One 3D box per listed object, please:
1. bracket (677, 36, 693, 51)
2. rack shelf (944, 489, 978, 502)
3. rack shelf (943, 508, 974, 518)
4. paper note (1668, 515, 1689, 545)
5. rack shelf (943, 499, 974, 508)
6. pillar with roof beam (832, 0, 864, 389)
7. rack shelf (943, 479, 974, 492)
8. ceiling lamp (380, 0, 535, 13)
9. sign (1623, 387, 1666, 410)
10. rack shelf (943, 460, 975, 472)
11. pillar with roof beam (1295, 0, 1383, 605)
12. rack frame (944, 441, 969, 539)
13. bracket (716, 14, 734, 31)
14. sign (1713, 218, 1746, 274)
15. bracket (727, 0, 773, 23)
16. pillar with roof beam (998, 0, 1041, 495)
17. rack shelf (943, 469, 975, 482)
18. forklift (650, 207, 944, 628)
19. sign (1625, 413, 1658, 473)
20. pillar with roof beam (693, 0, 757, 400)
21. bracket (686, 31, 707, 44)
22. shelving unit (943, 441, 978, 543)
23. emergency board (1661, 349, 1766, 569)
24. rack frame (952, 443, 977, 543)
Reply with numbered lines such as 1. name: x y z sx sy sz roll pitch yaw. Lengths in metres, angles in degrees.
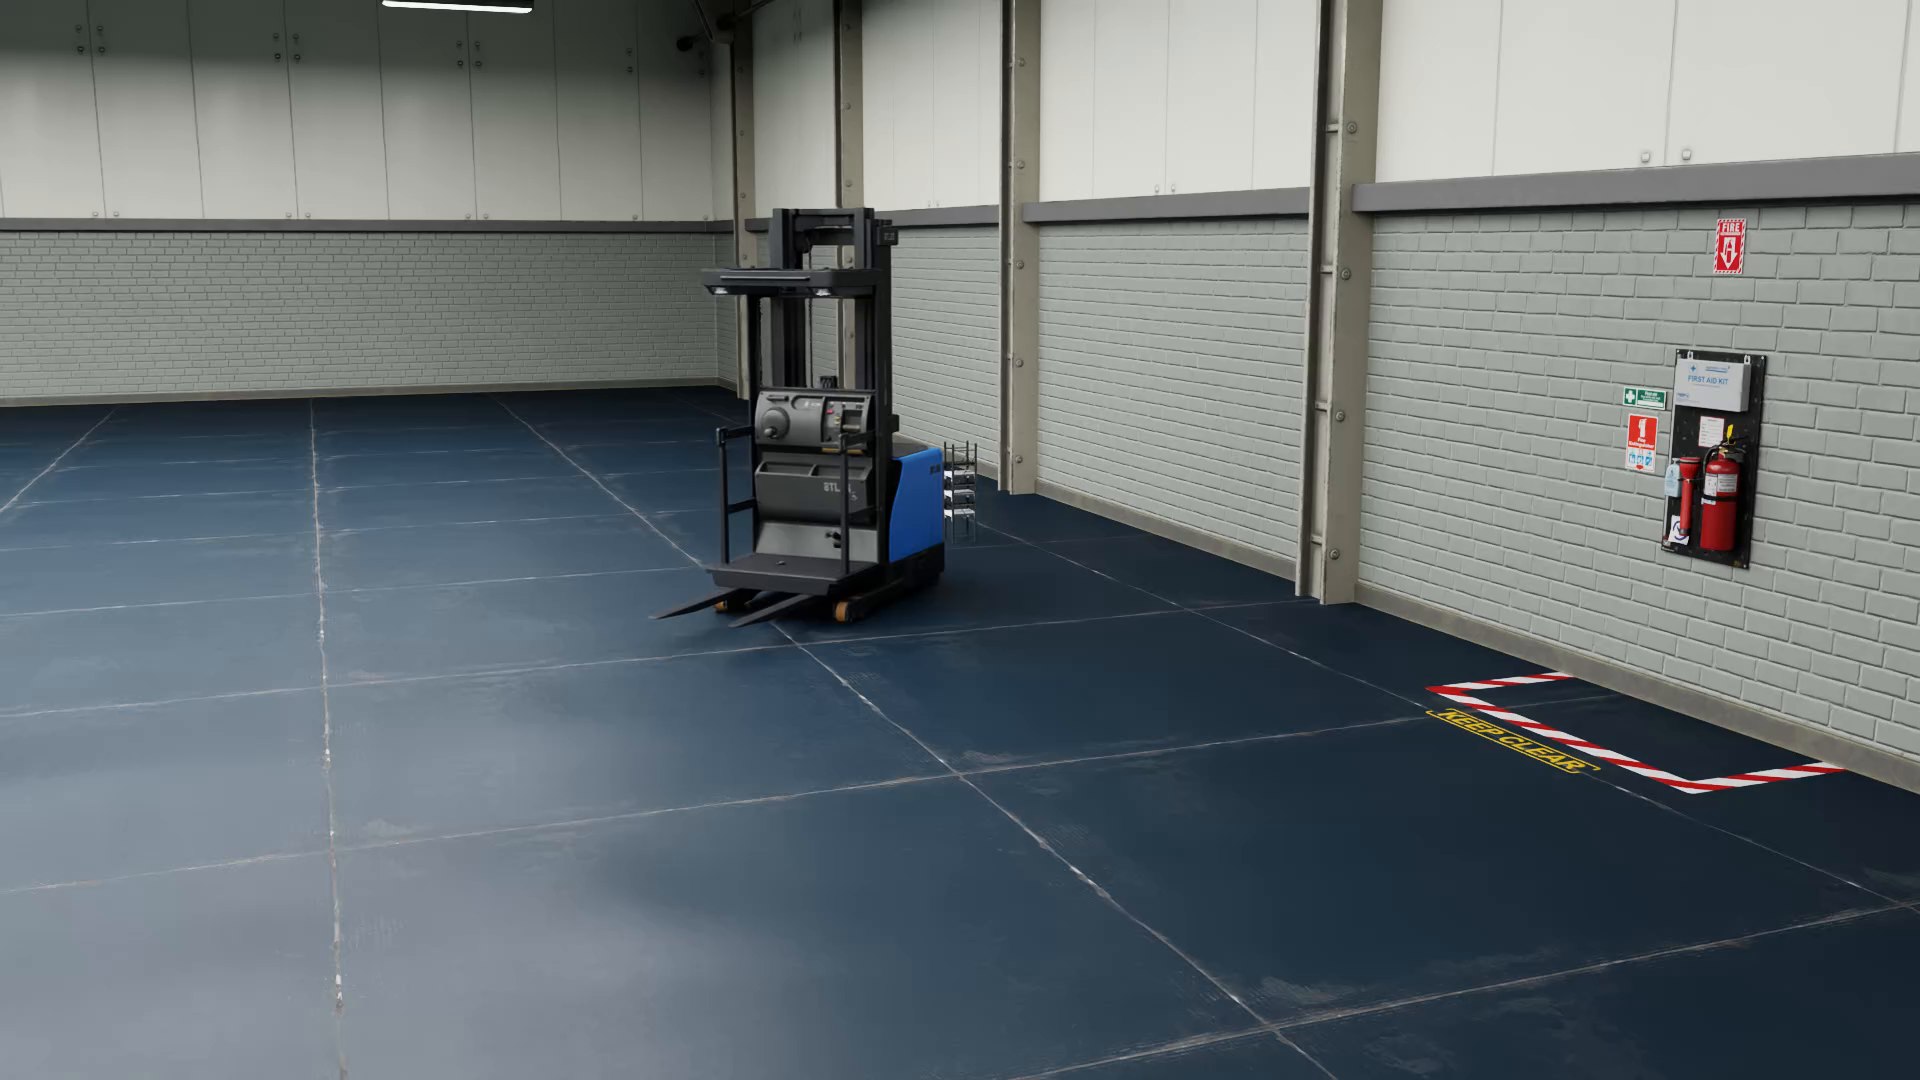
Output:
1. bracket: -5.056 -9.127 30.589 0.235 0.232 0.430 -4 11 -21
2. rack shelf: 0.003 -0.409 15.170 0.258 0.077 0.200 -4 11 -21
3. rack shelf: 0.003 -0.232 15.201 0.258 0.077 0.200 -4 11 -21
4. paper note: 4.121 -0.058 9.523 0.016 0.148 0.142 -4 11 -21
5. rack shelf: 0.003 -0.320 15.185 0.258 0.077 0.200 -4 11 -21
6. pillar with roof beam: -5.554 -5.671 21.434 9.100 9.000 0.400 -4 11 -21
7. rack shelf: 0.003 -0.498 15.154 0.258 0.077 0.200 -4 11 -21
8. ceiling lamp: -6.939 -8.852 22.649 2.000 3.185 0.800 -4 11 -21
9. sign: 4.010 -0.832 9.747 0.001 0.109 0.331 -4 11 -21
10. rack shelf: 0.003 -0.675 15.122 0.258 0.077 0.200 -4 11 -21
11. pillar with roof beam: -1.206 -3.712 10.422 9.100 9.000 0.400 -4 11 -21
12. rack frame: -0.034 -0.458 15.257 0.240 0.900 0.006 -4 11 -21
13. bracket: -3.897 -8.605 27.653 0.235 0.232 0.430 -4 11 -21
14. sign: 4.211 -1.607 9.099 0.001 0.298 0.199 -4 11 -21
15. bracket: -2.963 -8.185 25.289 0.076 0.066 4.783 -4 11 -21
16. pillar with roof beam: -3.380 -4.691 15.928 9.100 9.000 0.400 -4 11 -21
17. rack shelf: 0.003 -0.586 15.138 0.258 0.077 0.200 -4 11 -21
18. forklift: -1.169 -0.927 12.090 1.130 2.935 3.031 4 11 23
19. sign: 4.016 -0.572 9.800 0.001 0.329 0.234 -4 11 -21
20. pillar with roof beam: -7.729 -6.650 26.940 9.100 9.000 0.548 -4 11 -21
21. bracket: -4.842 -9.031 30.047 0.076 0.066 3.189 -4 11 -21
22. shelving unit: 0.003 -0.442 15.164 0.258 0.900 0.210 -4 11 -21
23. emergency board: 4.121 -0.458 9.259 0.194 1.169 0.643 -4 11 -21
24. rack frame: 0.040 -0.425 15.070 0.240 0.900 0.006 -4 11 -21
